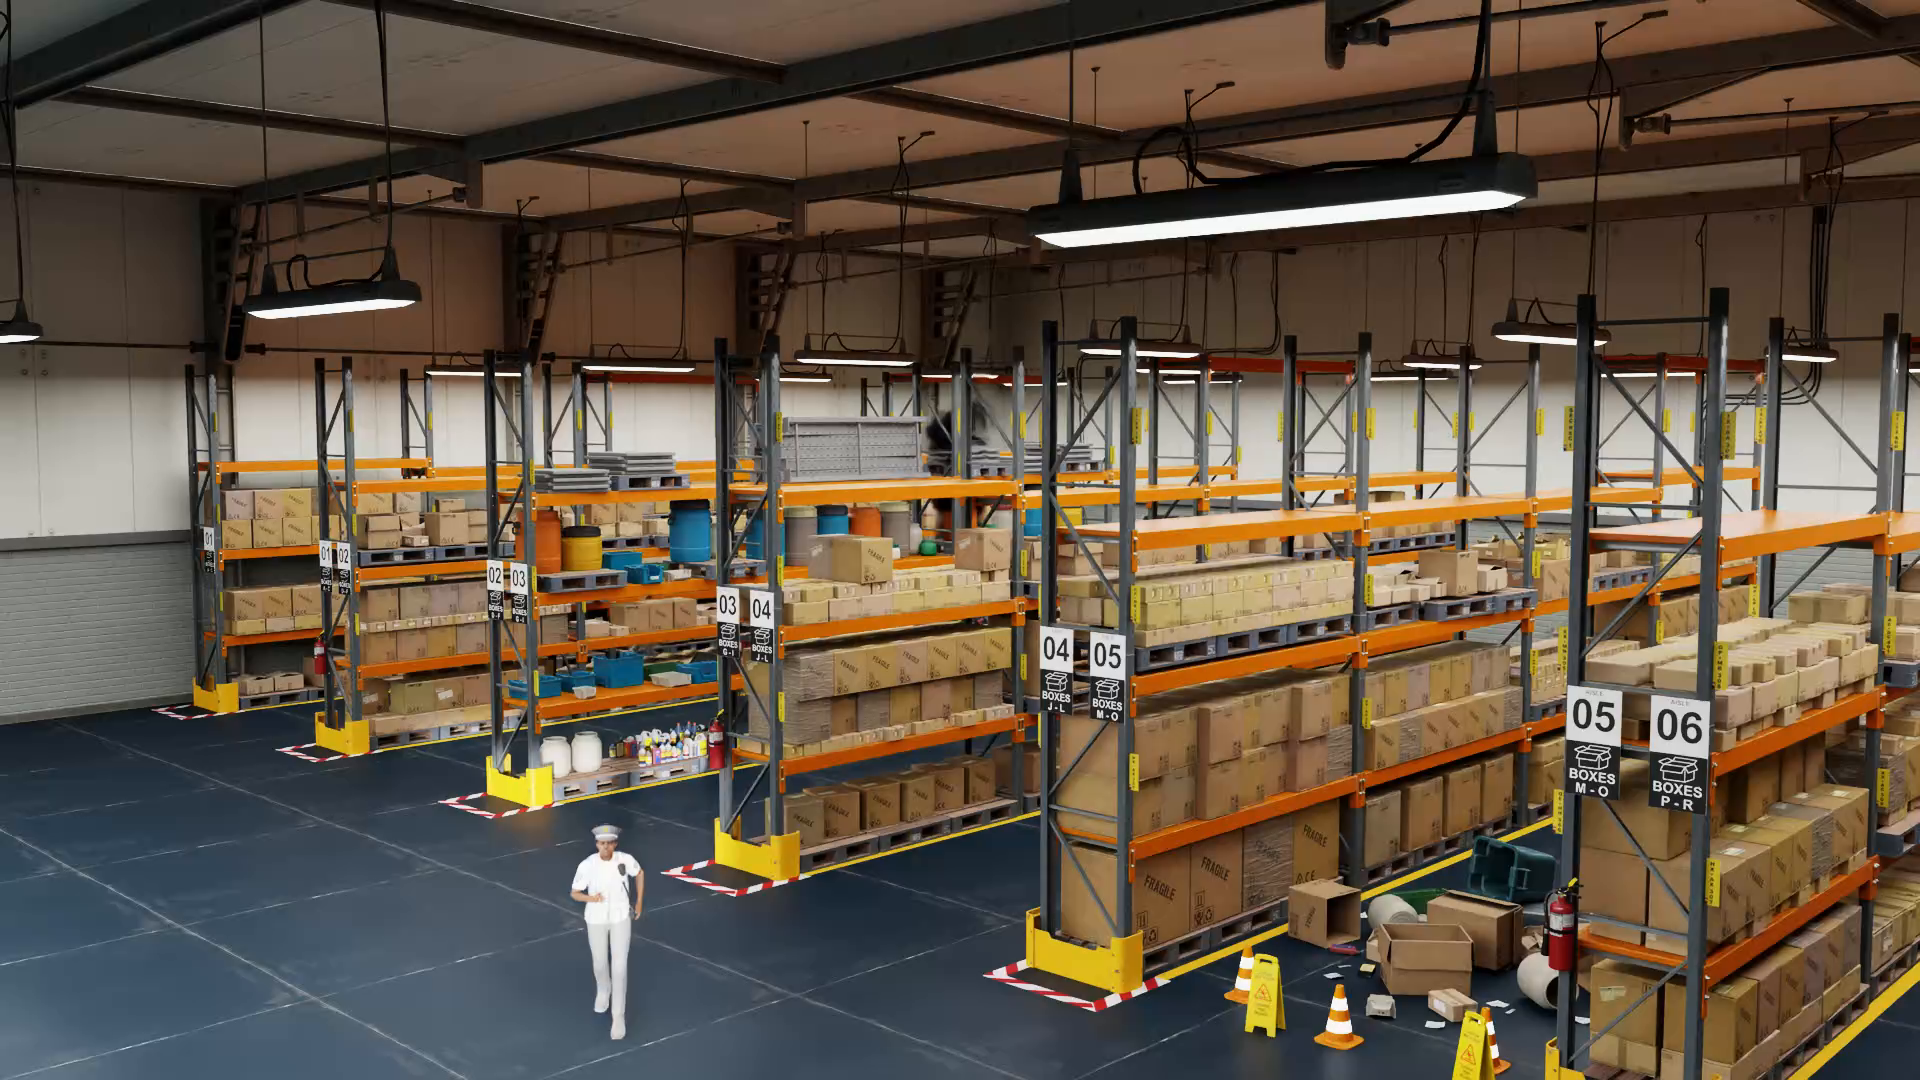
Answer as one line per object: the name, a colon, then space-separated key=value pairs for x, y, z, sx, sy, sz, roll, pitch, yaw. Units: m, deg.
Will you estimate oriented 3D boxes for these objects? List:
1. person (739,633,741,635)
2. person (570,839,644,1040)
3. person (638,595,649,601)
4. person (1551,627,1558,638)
person: x=-3.603 y=1.615 z=27.813 sx=0.634 sy=0.765 sz=0.451 roll=4 pitch=6 yaw=40
person: x=-2.966 y=3.257 z=14.014 sx=0.603 sy=1.707 sz=0.770 roll=-1 pitch=4 yaw=-10
person: x=-6.176 y=1.405 z=32.171 sx=0.558 sy=0.807 sz=0.589 roll=4 pitch=6 yaw=39
person: x=9.730 y=2.250 z=27.174 sx=0.368 sy=1.654 sz=0.472 roll=4 pitch=6 yaw=44
